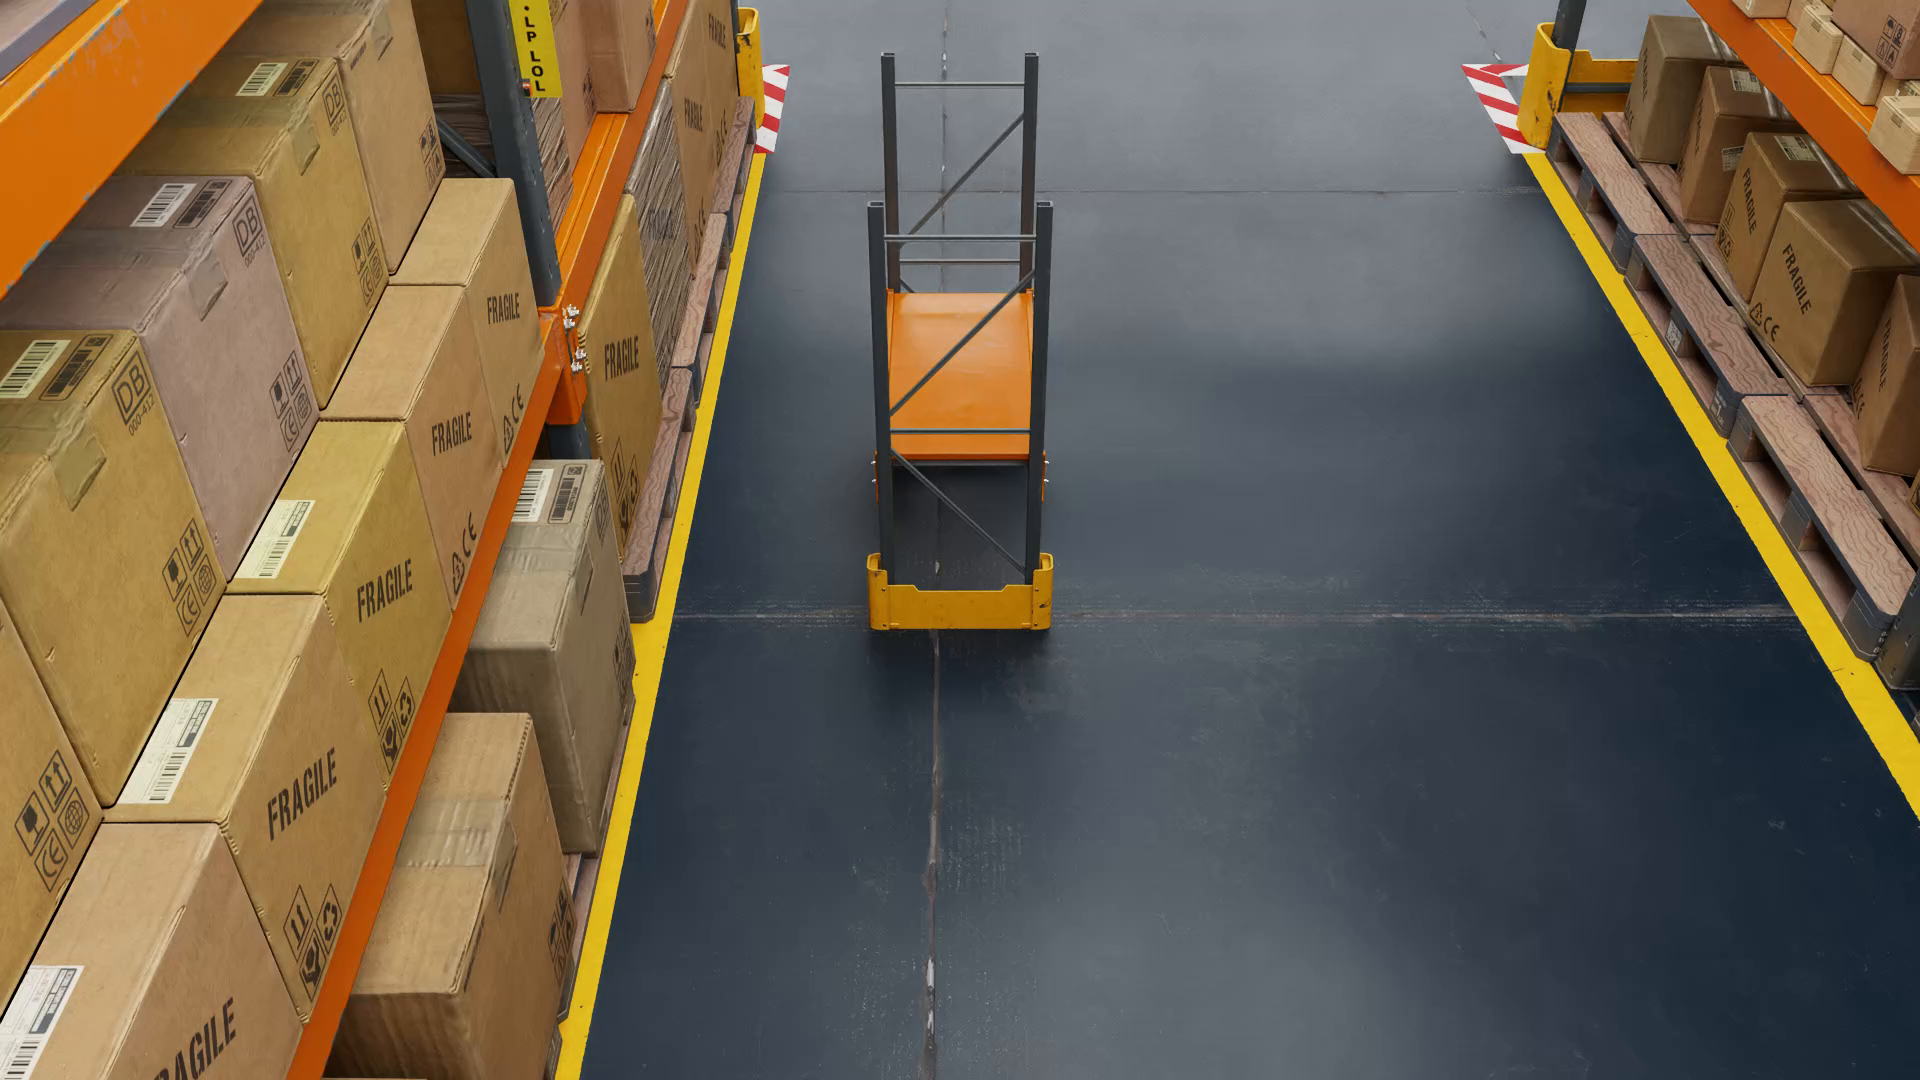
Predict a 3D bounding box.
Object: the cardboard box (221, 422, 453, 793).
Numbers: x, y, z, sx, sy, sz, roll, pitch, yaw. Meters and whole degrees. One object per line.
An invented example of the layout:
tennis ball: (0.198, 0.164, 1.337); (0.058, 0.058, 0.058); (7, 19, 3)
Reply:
cardboard box: (-1.307, 0.122, 3.119); (0.500, 0.500, 0.500); (0, 39, 0)

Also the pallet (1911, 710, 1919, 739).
pallet: (3.386, 0.838, 4.536); (1.003, 0.211, 1.213); (0, 39, 0)

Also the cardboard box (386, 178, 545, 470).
cardboard box: (-1.308, -0.510, 3.907); (0.500, 0.500, 0.500); (0, 39, 0)

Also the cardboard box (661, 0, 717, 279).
cardboard box: (-1.511, -1.659, 6.784); (0.875, 0.875, 0.875); (-1, 39, -1)

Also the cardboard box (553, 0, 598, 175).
cardboard box: (-1.612, -1.430, 5.016); (0.875, 0.550, 0.550); (0, 39, 0)

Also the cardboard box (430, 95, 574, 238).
cardboard box: (-1.588, -1.086, 4.586); (0.875, 0.550, 0.550); (0, 39, 0)

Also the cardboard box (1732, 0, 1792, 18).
cardboard box: (3.046, -2.024, 6.078); (0.380, 0.149, 0.250); (0, 39, 0)

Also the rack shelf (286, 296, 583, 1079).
rack shelf: (-1.574, 0.735, 3.010); (1.077, 0.370, 4.000); (0, 39, 0)

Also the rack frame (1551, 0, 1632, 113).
rack frame: (3.379, -3.238, 7.392); (1.000, 3.000, 0.127); (0, 39, 0)

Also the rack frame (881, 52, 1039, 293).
rack frame: (-0.001, -0.957, 5.744); (0.500, 1.500, 0.032); (0, 39, 0)

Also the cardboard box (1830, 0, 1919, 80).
cardboard box: (3.379, -1.799, 5.278); (0.875, 0.500, 0.500); (0, 39, 0)

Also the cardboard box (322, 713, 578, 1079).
cardboard box: (-1.488, 0.909, 3.681); (1.050, 0.750, 0.750); (0, 39, 0)

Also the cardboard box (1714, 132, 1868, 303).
cardboard box: (3.380, -1.271, 6.601); (0.500, 0.500, 0.500); (3, 39, 4)

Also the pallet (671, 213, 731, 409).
pallet: (-1.503, -0.949, 6.765); (1.003, 0.211, 1.213); (0, 39, 0)

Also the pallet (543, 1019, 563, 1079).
pallet: (-1.496, 1.539, 3.661); (1.003, 0.211, 1.213); (0, 39, 0)

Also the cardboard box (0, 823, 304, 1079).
cardboard box: (-1.306, 0.751, 2.334); (0.500, 0.500, 0.500); (0, 39, 0)

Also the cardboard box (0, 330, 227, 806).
cardboard box: (-1.568, 0.038, 2.424); (0.700, 0.500, 0.500); (0, 39, 0)

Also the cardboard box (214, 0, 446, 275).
cardboard box: (-1.570, -0.915, 3.614); (0.700, 0.500, 0.500); (-1, 39, -1)

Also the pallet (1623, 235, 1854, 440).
pallet: (3.344, -0.834, 6.622); (1.003, 0.211, 1.213); (0, 39, 0)

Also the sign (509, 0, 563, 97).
sign: (-1.033, -1.224, 4.016); (0.100, 0.325, 0.005); (0, 39, 0)

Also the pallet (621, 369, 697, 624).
pallet: (-1.499, -0.184, 5.811); (1.003, 0.211, 1.213); (0, 39, 0)

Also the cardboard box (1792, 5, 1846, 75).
cardboard box: (3.103, -1.711, 5.688); (0.380, 0.149, 0.250); (0, 39, 0)

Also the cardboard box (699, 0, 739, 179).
cardboard box: (-1.514, -2.209, 7.471); (0.875, 0.875, 0.875); (0, 39, 0)

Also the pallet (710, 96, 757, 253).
pallet: (-1.502, -1.710, 7.715); (1.003, 0.211, 1.213); (0, 39, 0)

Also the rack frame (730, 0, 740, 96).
rack frame: (-1.581, -3.298, 7.467); (1.000, 3.000, 0.127); (0, 39, 0)

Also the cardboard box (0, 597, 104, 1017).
cardboard box: (-1.567, 0.358, 2.025); (0.700, 0.500, 0.500); (-1, 39, -1)

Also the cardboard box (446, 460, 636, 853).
cardboard box: (-1.485, 0.305, 4.433); (1.050, 0.750, 0.750); (0, 39, 0)

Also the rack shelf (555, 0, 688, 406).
rack shelf: (-1.578, -1.767, 6.131); (1.077, 0.370, 4.000); (0, 39, 0)

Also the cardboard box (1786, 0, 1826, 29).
cardboard box: (3.179, -1.868, 5.883); (0.380, 0.149, 0.250); (0, 39, 0)

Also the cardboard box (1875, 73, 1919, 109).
cardboard box: (3.179, -1.399, 5.298); (0.380, 0.149, 0.250); (0, 39, 0)

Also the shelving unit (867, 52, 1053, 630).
shelving unit: (0.000, -0.633, 5.340); (0.587, 1.500, 1.083); (0, 39, 0)

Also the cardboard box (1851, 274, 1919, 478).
cardboard box: (3.415, -0.534, 5.681); (0.500, 0.500, 0.500); (12, 40, 14)

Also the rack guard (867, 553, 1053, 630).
rack guard: (0.000, 0.166, 5.343); (0.587, 0.250, 0.087); (0, 39, 0)

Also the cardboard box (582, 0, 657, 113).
cardboard box: (-1.495, -1.768, 5.437); (0.875, 0.550, 0.550); (0, 39, 0)

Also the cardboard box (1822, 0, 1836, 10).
cardboard box: (3.419, -2.112, 5.668); (0.875, 0.500, 0.500); (0, 39, 0)

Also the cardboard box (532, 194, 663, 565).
cardboard box: (-1.507, -0.525, 5.369); (0.875, 0.875, 0.875); (1, 39, 1)

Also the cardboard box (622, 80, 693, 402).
cardboard box: (-1.512, -1.088, 6.073); (0.875, 0.875, 0.875); (0, 39, 0)

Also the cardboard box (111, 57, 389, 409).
cardboard box: (-1.567, -0.594, 3.213); (0.700, 0.500, 0.500); (-1, 39, -1)

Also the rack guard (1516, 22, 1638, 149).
rack guard: (3.379, -2.215, 8.115); (1.175, 0.500, 0.348); (0, 39, 0)

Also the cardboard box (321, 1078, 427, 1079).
cardboard box: (-1.487, 1.491, 2.954); (1.050, 0.750, 0.750); (1, 39, 1)

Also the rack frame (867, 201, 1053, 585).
rack frame: (0.000, -0.321, 4.951); (0.500, 1.500, 0.032); (0, 39, 0)

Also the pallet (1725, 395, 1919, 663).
pallet: (3.348, -0.069, 5.667); (1.003, 0.211, 1.213); (0, 39, 0)

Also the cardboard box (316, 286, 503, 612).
cardboard box: (-1.308, -0.194, 3.513); (0.500, 0.500, 0.500); (0, 39, -1)

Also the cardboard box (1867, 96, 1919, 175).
cardboard box: (3.047, -1.242, 5.102); (0.380, 0.149, 0.250); (0, 39, 0)

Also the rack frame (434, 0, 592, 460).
rack frame: (-1.576, -0.797, 4.345); (1.000, 3.000, 0.127); (0, 39, 0)

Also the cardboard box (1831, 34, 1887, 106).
cardboard box: (3.138, -1.555, 5.493); (0.380, 0.149, 0.250); (0, 39, 0)

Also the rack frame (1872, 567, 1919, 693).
rack frame: (3.384, -0.737, 4.271); (1.000, 3.000, 0.127); (0, 39, 0)

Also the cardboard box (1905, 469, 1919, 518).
cardboard box: (3.424, -0.176, 5.234); (0.500, 0.500, 0.500); (-1, 39, -1)

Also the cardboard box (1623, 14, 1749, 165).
cardboard box: (3.363, -2.036, 7.555); (0.500, 0.500, 0.500); (7, 39, 8)

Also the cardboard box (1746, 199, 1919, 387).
cardboard box: (3.336, -0.922, 6.165); (0.500, 0.500, 0.500); (-3, 39, -4)

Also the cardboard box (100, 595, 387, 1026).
cardboard box: (-1.304, 0.440, 2.722); (0.500, 0.500, 0.500); (0, 39, -1)

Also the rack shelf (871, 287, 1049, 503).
rack shelf: (0.000, -0.498, 5.460); (0.538, 0.185, 1.000); (0, 39, 0)

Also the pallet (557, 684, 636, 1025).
pallet: (-1.500, 0.774, 4.615); (1.003, 0.211, 1.213); (0, 39, 0)

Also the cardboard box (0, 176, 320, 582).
cardboard box: (-1.567, -0.278, 2.818); (0.700, 0.500, 0.500); (0, 39, 0)

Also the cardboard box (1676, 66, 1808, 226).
cardboard box: (3.398, -1.663, 7.089); (0.500, 0.500, 0.500); (10, 40, 12)

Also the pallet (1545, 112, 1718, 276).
pallet: (3.345, -1.595, 7.571); (1.003, 0.211, 1.213); (0, 39, 0)

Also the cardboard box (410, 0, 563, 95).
cardboard box: (-1.542, -1.507, 4.249); (0.875, 0.550, 0.550); (0, 39, 0)

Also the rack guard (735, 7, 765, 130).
rack guard: (-1.581, -2.338, 8.267); (1.175, 0.500, 0.348); (0, 39, 0)
